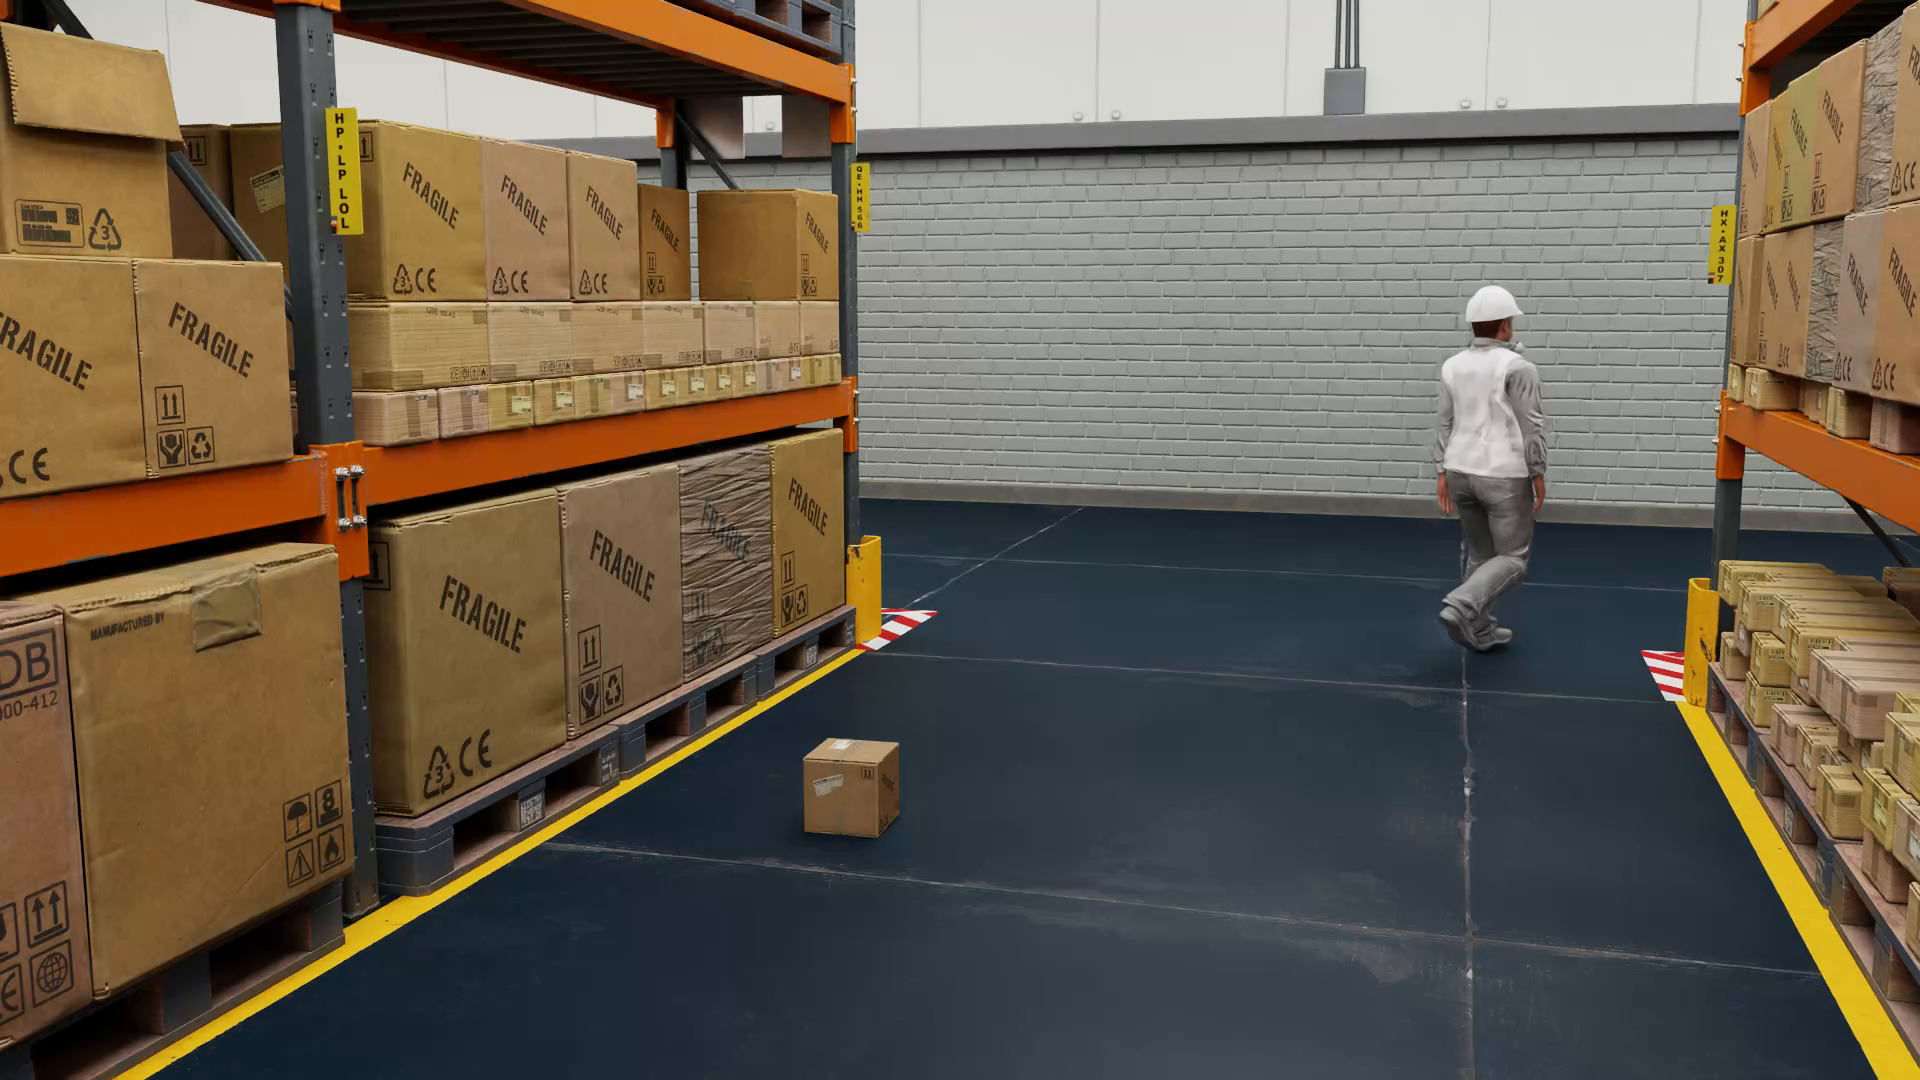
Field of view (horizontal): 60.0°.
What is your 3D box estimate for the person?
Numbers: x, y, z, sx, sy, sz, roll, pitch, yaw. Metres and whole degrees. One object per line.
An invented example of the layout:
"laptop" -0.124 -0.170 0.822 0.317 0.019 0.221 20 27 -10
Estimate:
"person" 2.483 -0.307 7.833 0.783 1.757 0.562 -6 10 -34
